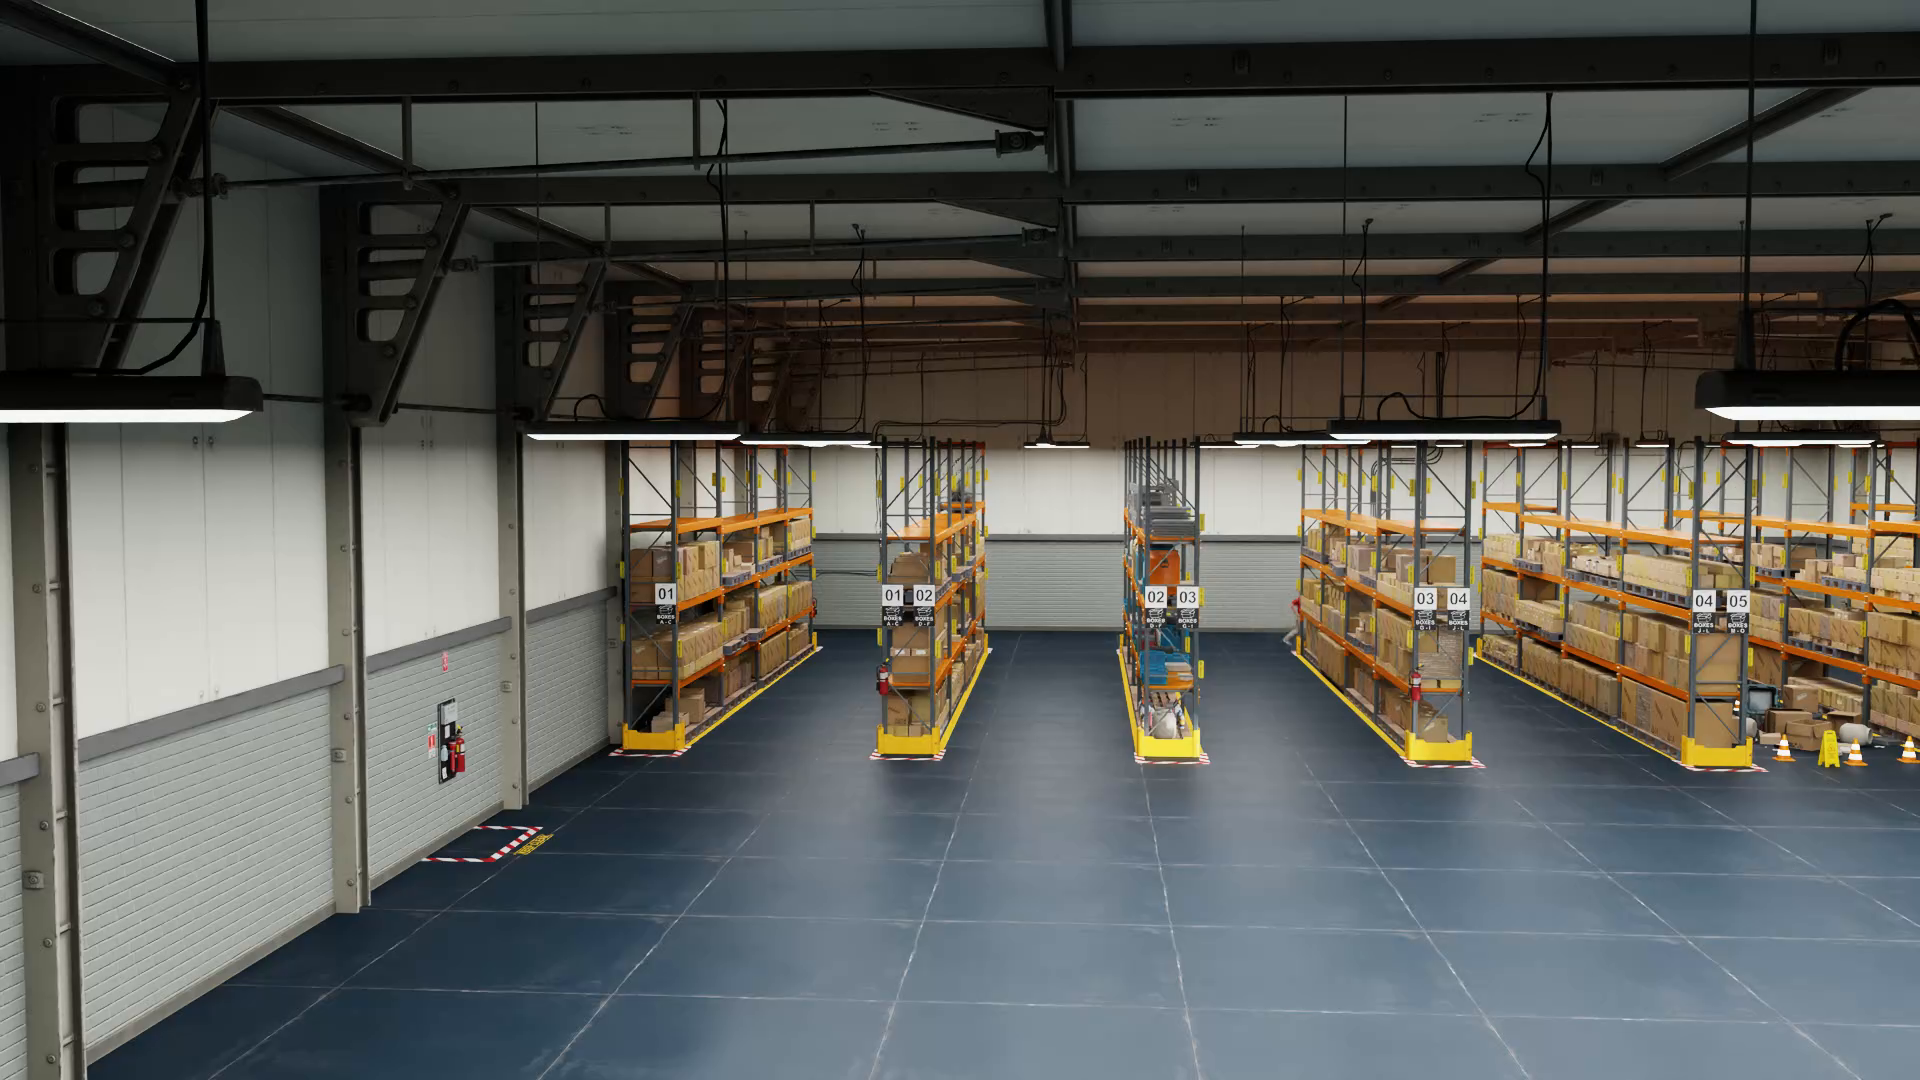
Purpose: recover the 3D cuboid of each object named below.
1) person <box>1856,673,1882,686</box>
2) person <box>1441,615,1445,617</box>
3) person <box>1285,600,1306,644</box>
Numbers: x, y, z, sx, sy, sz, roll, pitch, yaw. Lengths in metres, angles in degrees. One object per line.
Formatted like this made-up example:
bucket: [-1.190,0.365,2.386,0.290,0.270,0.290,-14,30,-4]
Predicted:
person: [21.999,2.733,40.191,0.621,1.742,0.880,0,3,-3]
person: [12.982,2.451,45.781,0.708,1.707,0.974,0,3,-8]
person: [9.932,2.322,47.966,1.133,1.753,0.620,1,3,22]
